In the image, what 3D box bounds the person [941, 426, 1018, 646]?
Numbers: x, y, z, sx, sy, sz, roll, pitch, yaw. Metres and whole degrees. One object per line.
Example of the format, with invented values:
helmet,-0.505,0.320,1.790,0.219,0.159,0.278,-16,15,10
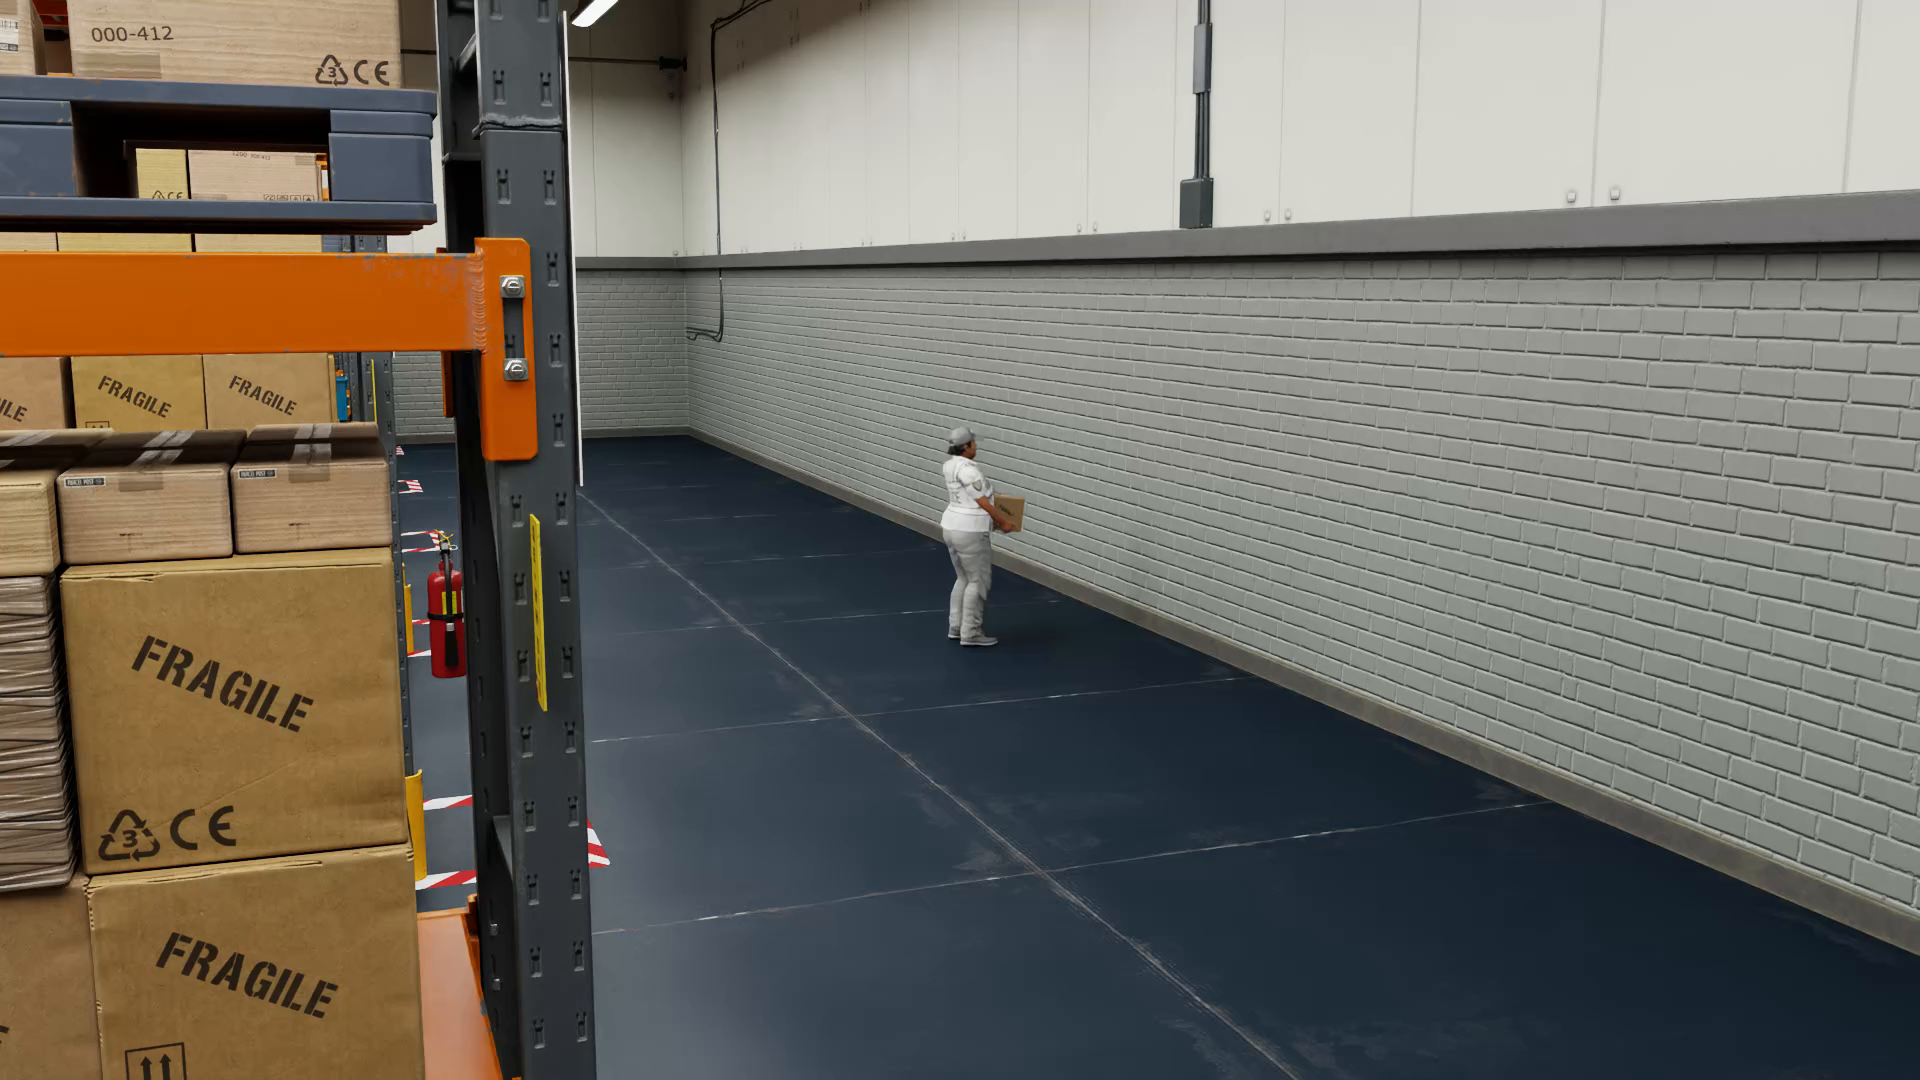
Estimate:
person,0.137,-0.040,12.645,0.541,1.657,0.455,-3,10,-20
